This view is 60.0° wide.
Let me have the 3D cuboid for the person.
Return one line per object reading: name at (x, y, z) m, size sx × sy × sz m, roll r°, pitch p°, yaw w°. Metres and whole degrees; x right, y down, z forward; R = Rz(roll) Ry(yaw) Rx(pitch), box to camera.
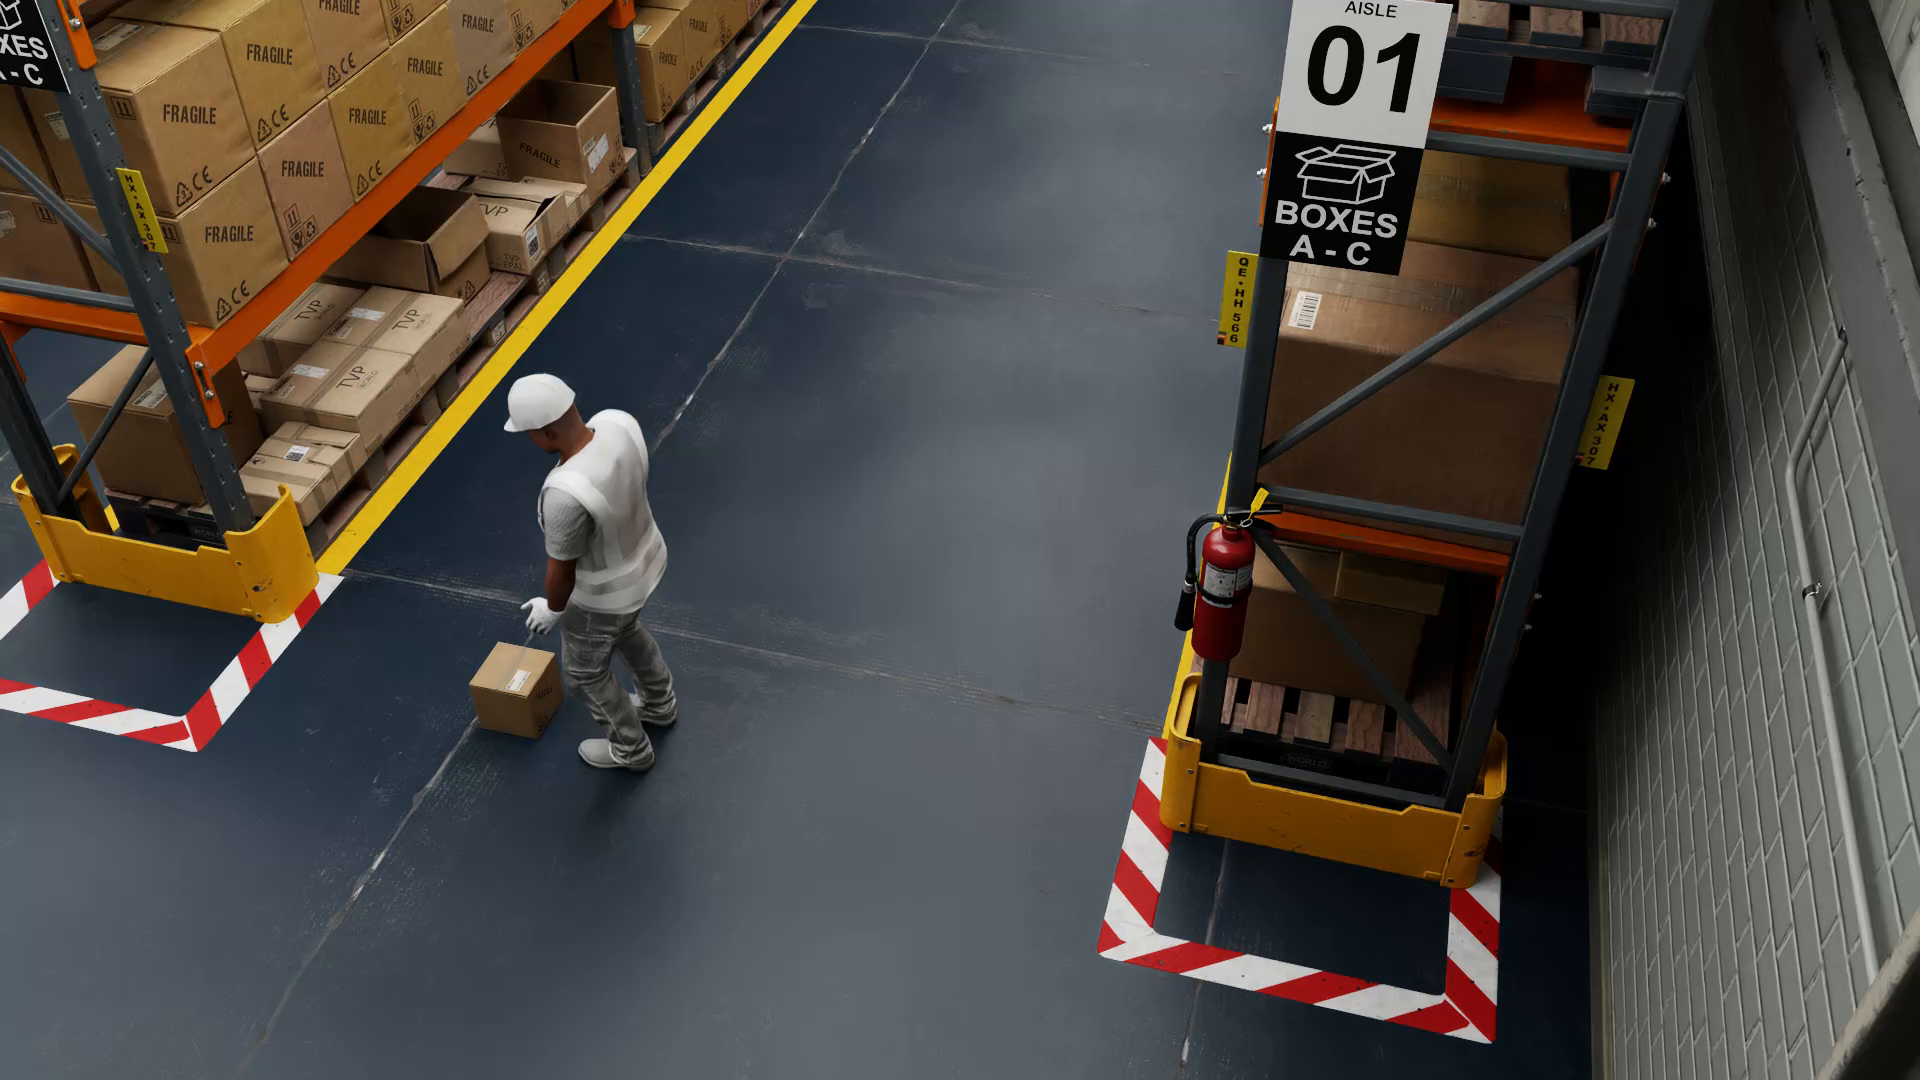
person at (-1.310, 0.140, 6.015) m, size 0.442 × 1.741 × 0.569 m, roll 11°, pitch 42°, yaw 12°
